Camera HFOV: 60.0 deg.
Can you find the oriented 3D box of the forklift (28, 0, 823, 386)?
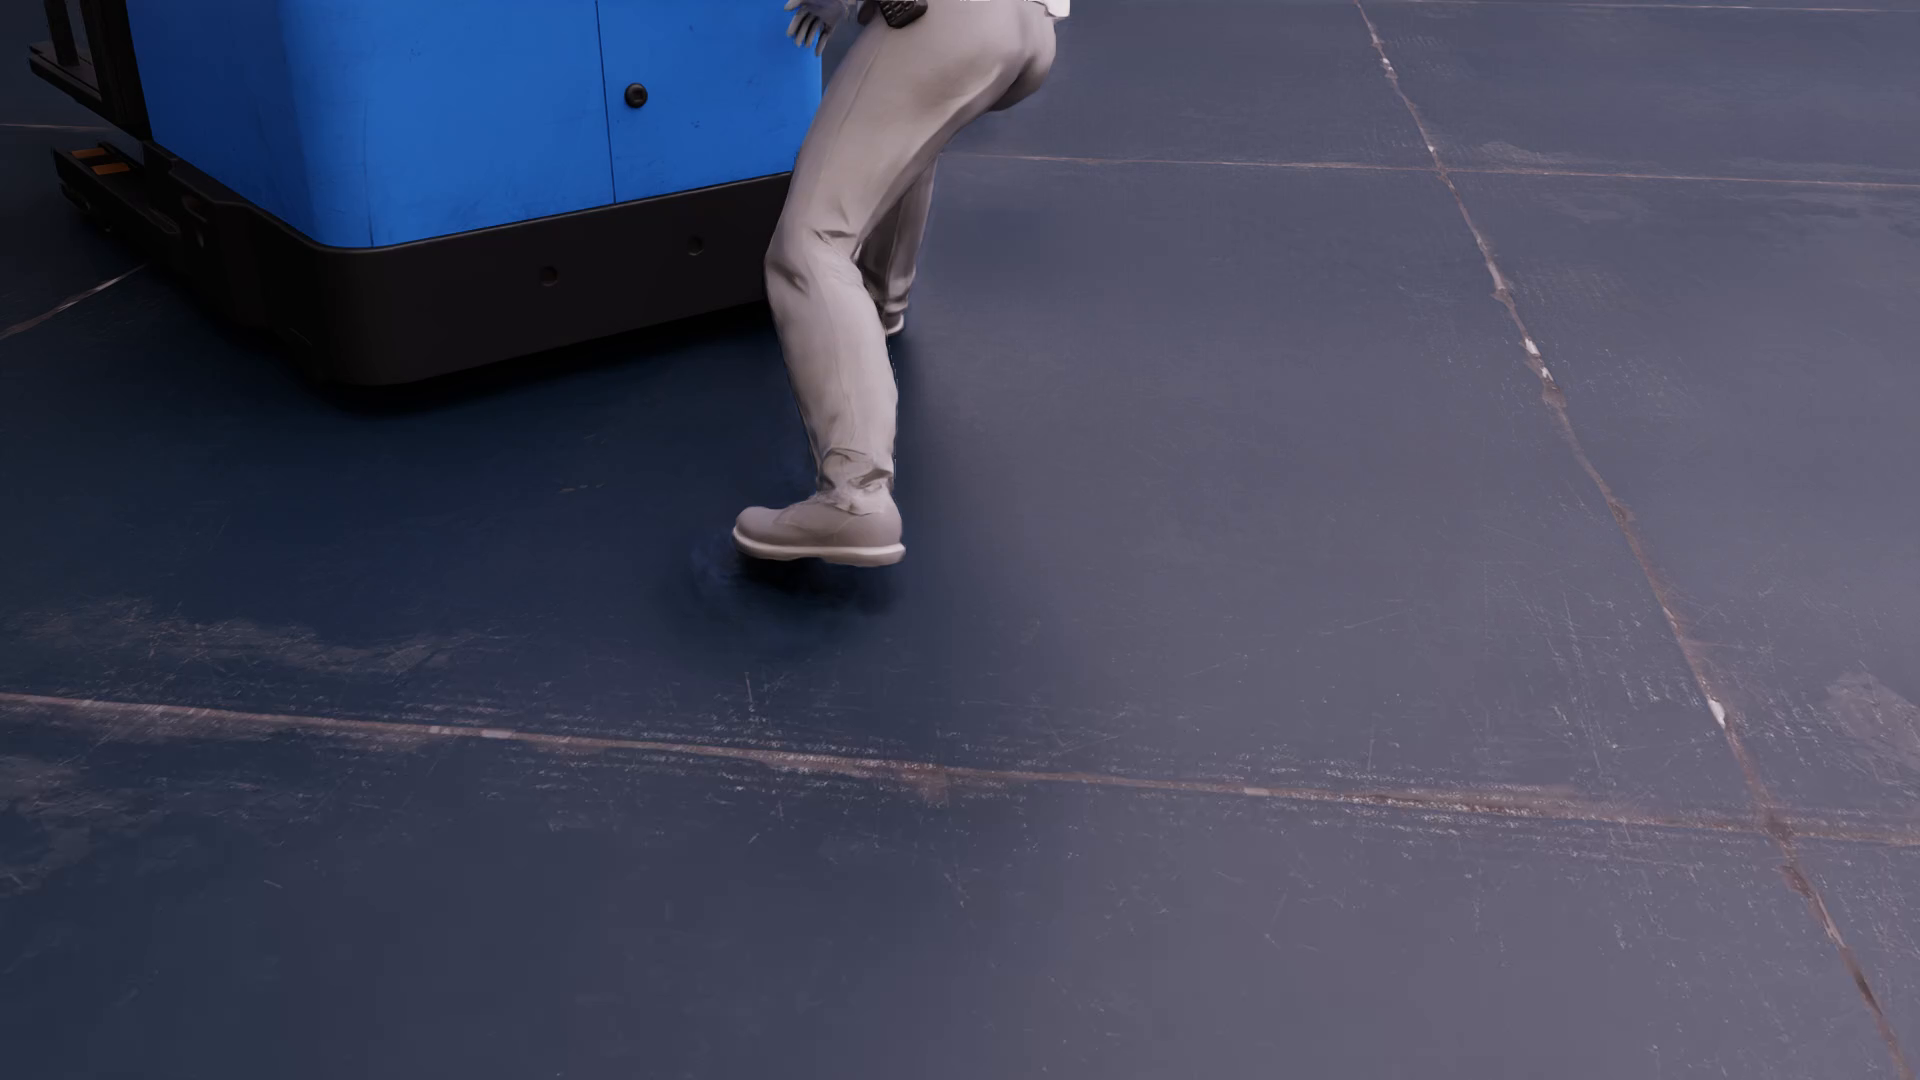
[{"bbox_3d":[-1.569,-2.166,3.558,1.130,2.935,3.031,-20,33,-34],"label":"forklift"}]

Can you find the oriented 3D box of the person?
[{"bbox_3d":[-0.171,-0.824,2.614,0.710,1.390,1.238,11,29,22],"label":"person"}]
